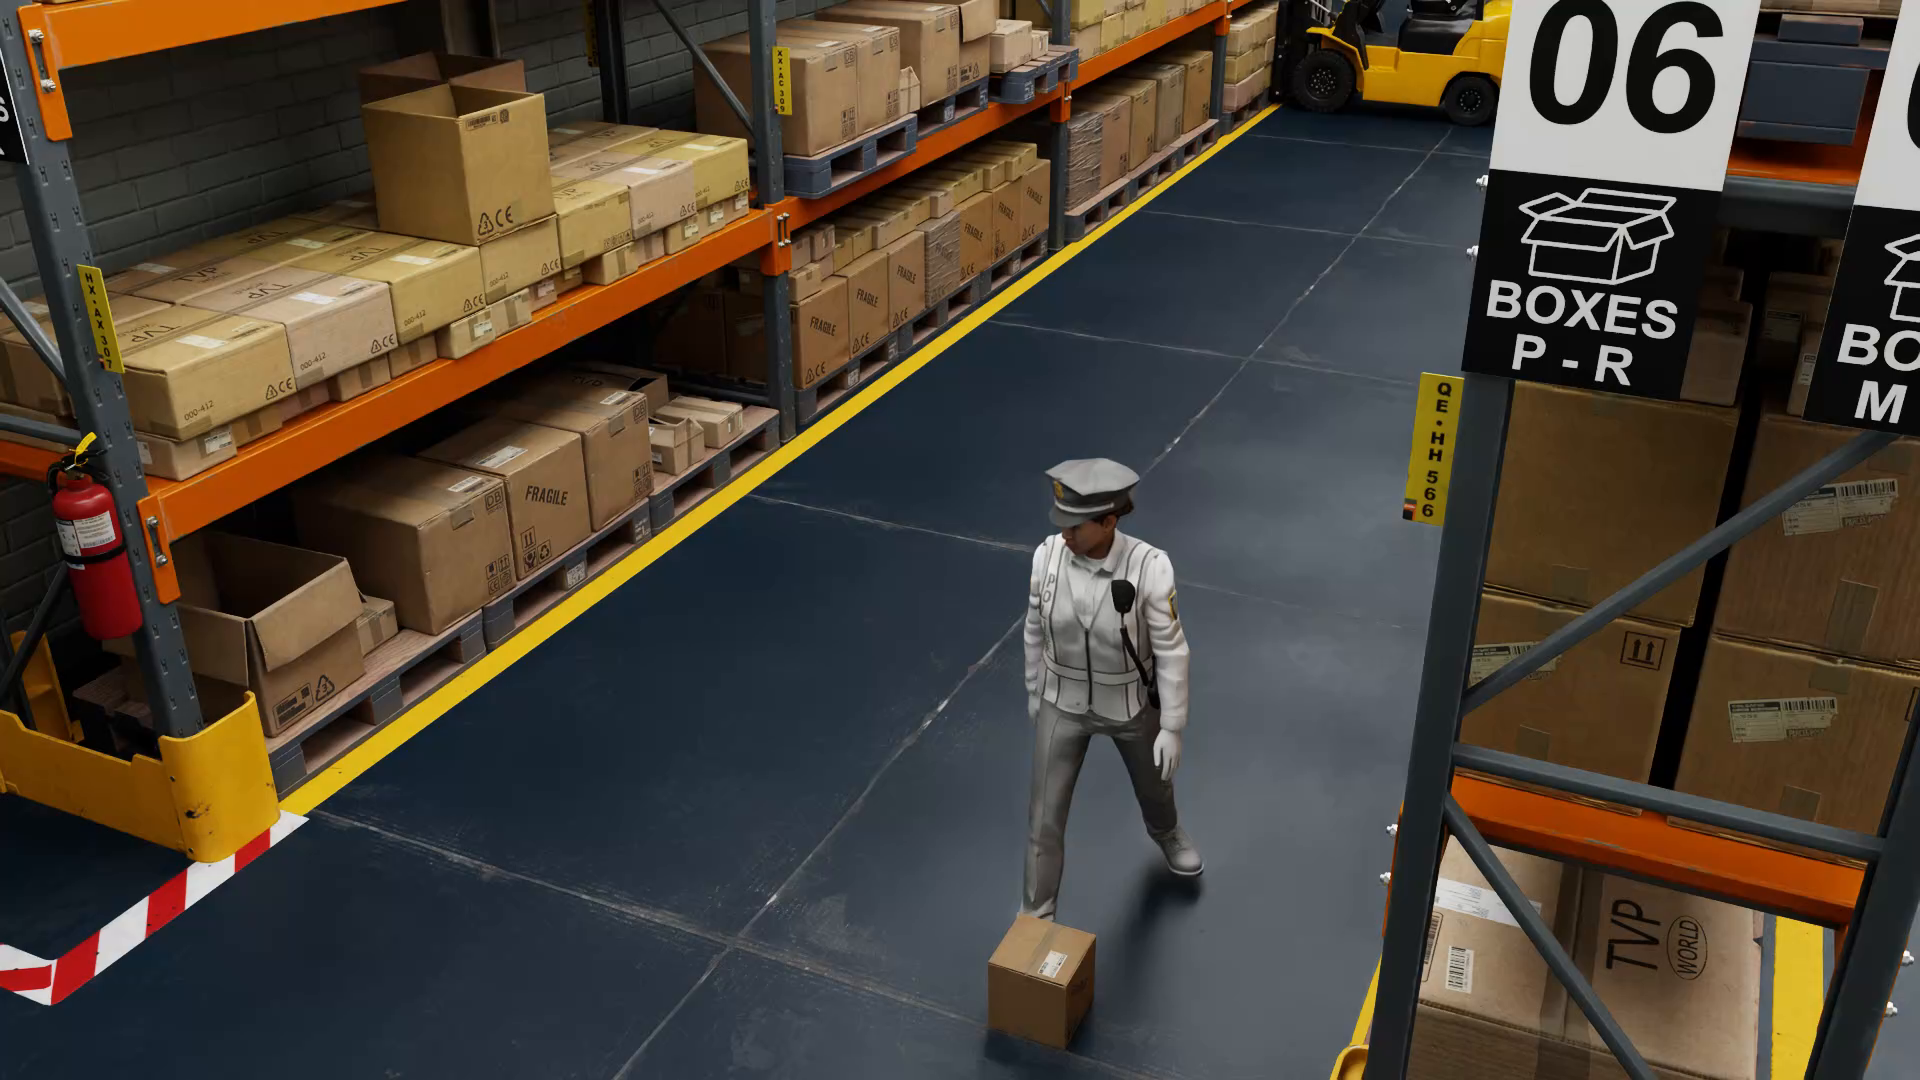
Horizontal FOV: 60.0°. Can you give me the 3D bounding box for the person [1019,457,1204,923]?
[{"bbox_3d":[0.466,0.497,5.094,0.584,1.635,0.891,7,27,14],"label":"person"}]
